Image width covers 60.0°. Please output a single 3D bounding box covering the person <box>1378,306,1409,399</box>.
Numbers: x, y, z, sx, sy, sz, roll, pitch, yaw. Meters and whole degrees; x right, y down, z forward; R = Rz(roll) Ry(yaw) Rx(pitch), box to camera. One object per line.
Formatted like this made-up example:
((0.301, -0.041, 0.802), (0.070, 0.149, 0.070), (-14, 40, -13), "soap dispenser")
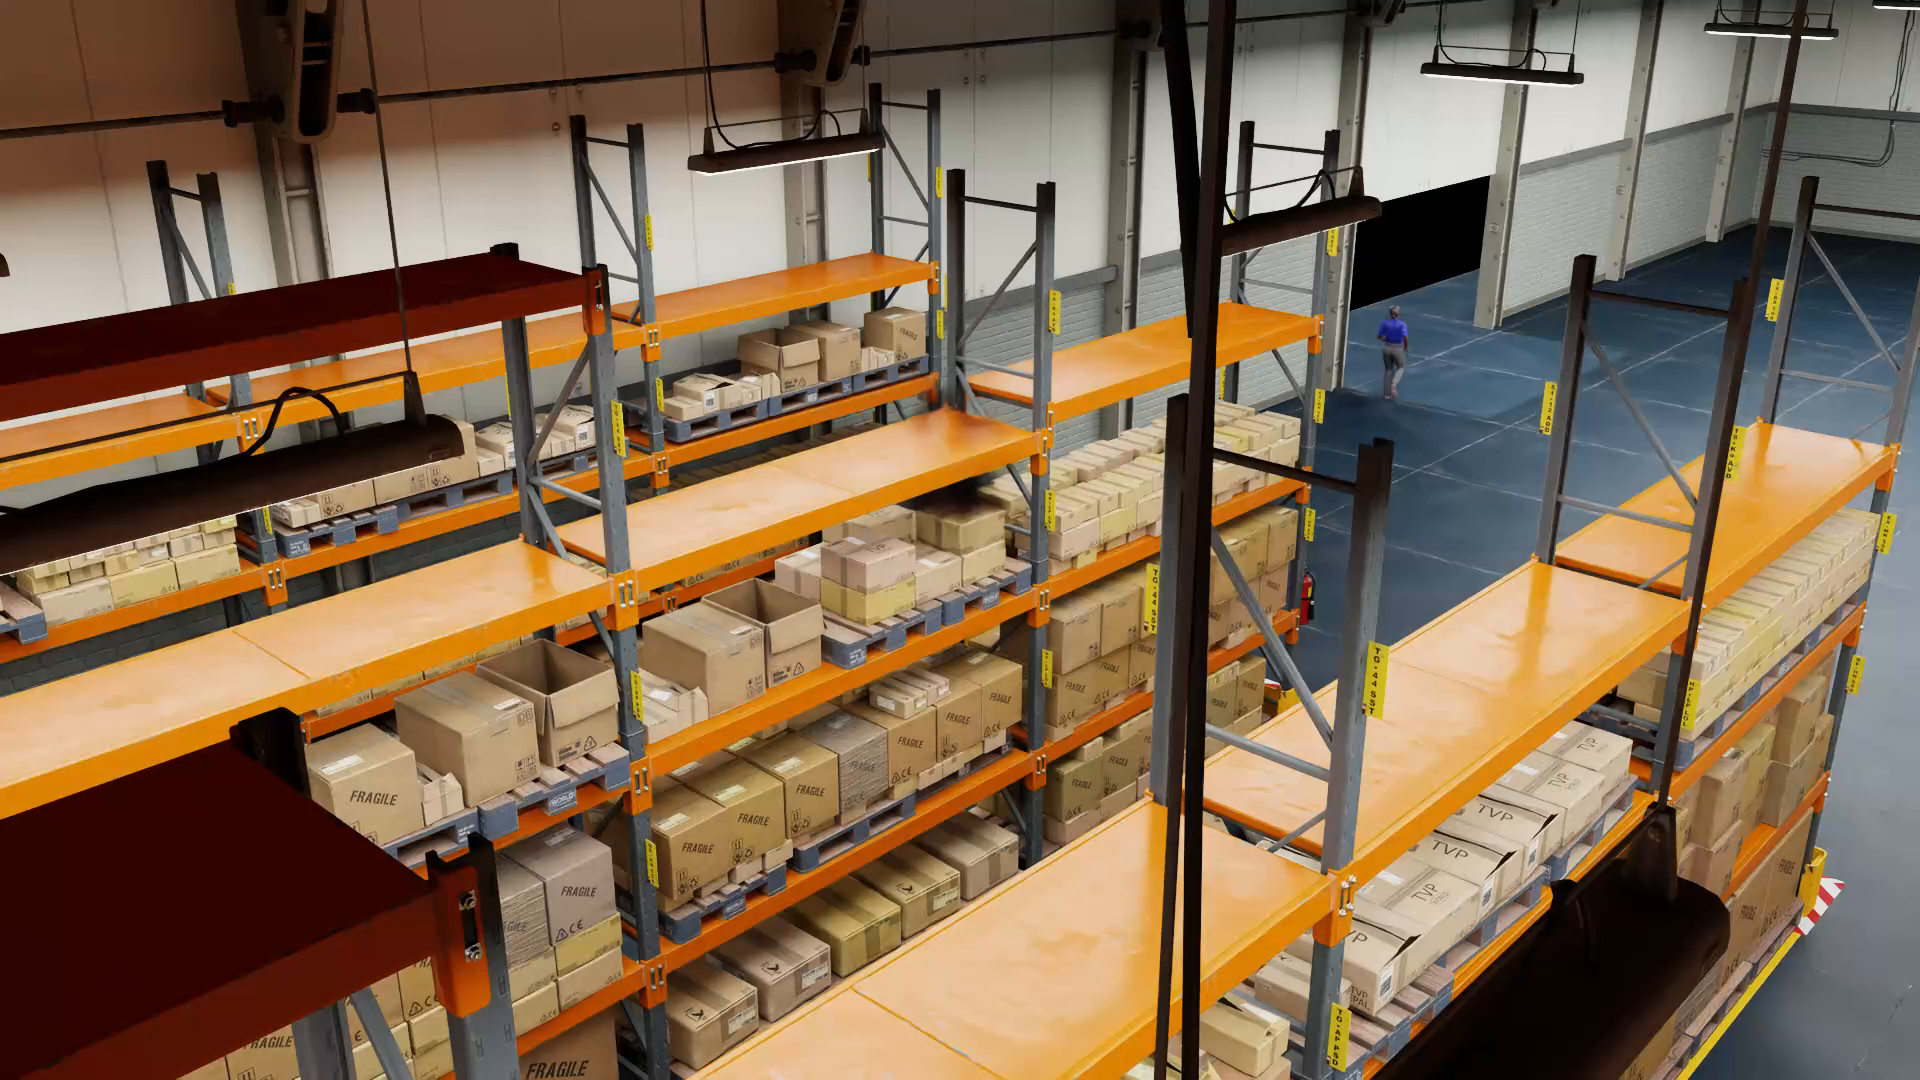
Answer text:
((7.309, -3.170, 27.957), (0.562, 1.607, 0.533), (12, 24, 28), "person")
